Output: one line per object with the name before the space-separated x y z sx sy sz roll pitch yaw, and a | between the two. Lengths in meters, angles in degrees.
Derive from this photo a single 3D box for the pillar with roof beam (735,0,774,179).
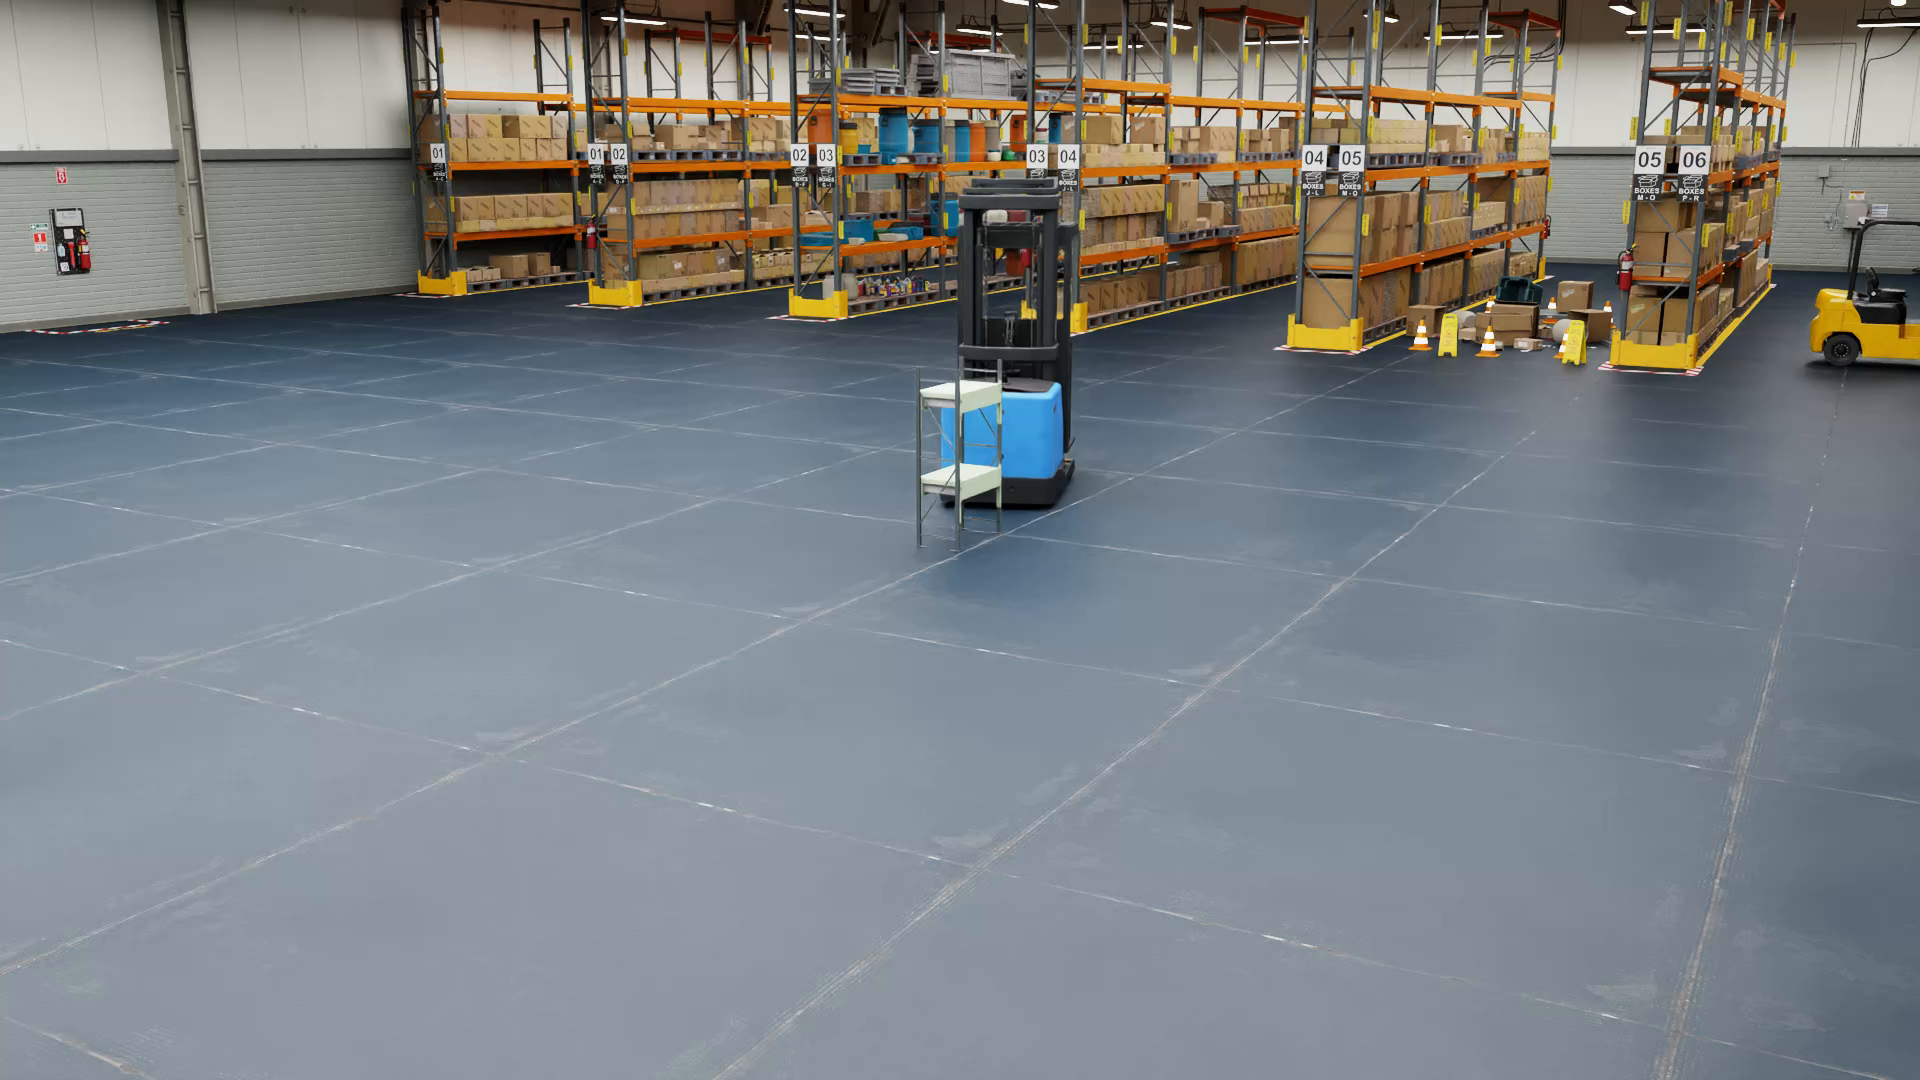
pillar with roof beam | -2.228 -11.986 44.549 9.100 9.000 0.548 7 15 28

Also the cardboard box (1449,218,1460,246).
cardboard box | 9.323 -5.949 32.098 0.500 0.500 0.500 7 15 27

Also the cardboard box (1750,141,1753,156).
cardboard box | 13.340 -6.742 28.621 0.500 0.250 0.500 7 15 27

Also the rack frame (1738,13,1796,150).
rack frame | 18.040 -10.246 37.333 1.000 3.000 0.127 7 15 28

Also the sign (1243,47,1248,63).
sign | 5.977 -10.161 34.817 0.100 0.325 0.005 7 15 28

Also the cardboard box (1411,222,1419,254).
cardboard box | 7.689 -5.404 29.727 0.875 0.550 0.550 7 15 28

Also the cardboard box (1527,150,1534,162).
cardboard box | 12.682 -8.708 37.673 0.500 0.250 0.500 8 16 30

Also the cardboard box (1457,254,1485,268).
cardboard box | 10.581 -5.800 34.529 0.500 0.250 0.500 7 15 27

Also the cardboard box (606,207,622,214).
cardboard box | -7.022 -6.757 34.063 0.380 0.149 0.250 7 15 27

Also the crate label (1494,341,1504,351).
crate label | 8.573 -3.114 26.658 0.250 0.136 0.298 0 14 -1

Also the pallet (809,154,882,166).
pallet | -2.220 -7.256 31.734 1.003 0.211 1.213 7 15 28

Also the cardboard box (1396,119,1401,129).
cardboard box | 7.102 -6.909 27.618 0.380 0.149 0.250 8 16 29

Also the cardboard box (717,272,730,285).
cardboard box | -5.390 -5.760 36.495 0.500 0.250 0.500 7 15 28

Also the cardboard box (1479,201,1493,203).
cardboard box | 11.710 -7.374 37.370 0.500 0.500 0.500 7 15 28

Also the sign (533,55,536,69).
sign | -9.933 -11.183 38.890 0.100 0.325 0.005 7 15 28

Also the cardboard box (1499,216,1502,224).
cardboard box | 11.580 -6.974 36.200 0.380 0.149 0.250 7 15 28

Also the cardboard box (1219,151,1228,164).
cardboard box | 5.254 -7.968 34.603 0.500 0.250 0.500 7 15 28

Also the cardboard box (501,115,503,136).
cardboard box | -10.637 -9.288 37.371 0.500 0.500 0.500 7 15 28

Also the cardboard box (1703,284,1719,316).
cardboard box | 12.187 -3.948 27.380 0.500 0.500 0.500 7 15 27

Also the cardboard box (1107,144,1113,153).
cardboard box | 2.505 -6.984 29.674 0.380 0.149 0.250 7 15 28

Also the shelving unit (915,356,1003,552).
shelving unit | -0.003 -0.728 13.852 0.431 1.500 0.755 7 15 28

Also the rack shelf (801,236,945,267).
rack shelf | -1.739 -5.792 33.192 1.077 0.370 4.000 7 15 28

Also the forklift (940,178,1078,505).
forklift | 0.558 -2.041 16.248 1.130 2.935 3.031 2 14 9

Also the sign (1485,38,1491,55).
sign | 10.278 -9.614 32.380 0.100 0.325 0.005 7 15 28

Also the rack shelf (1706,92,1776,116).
rack shelf | 15.139 -8.471 32.358 1.077 0.370 4.000 7 15 28

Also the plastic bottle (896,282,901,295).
plastic bottle | -1.245 -5.088 33.619 0.097 0.271 0.097 0 14 0

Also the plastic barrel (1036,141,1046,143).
plastic barrel | 1.875 -9.151 38.624 0.294 0.245 0.294 0 14 0

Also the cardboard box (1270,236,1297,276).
cardboard box | 7.139 -6.669 38.935 1.225 0.875 0.875 7 15 28

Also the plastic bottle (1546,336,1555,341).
plastic bottle | 9.973 -3.387 27.952 0.133 0.061 0.283 11 17 38

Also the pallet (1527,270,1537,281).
pallet | 13.197 -6.336 39.864 1.003 0.211 1.213 7 15 28

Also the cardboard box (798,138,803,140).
cardboard box | -4.754 -11.168 46.769 0.500 0.250 0.500 7 15 27

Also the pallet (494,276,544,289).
pallet | -10.327 -5.925 38.162 1.003 0.211 1.213 7 15 28

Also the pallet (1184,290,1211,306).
pallet | 4.527 -5.046 34.514 1.003 0.211 1.213 7 15 28

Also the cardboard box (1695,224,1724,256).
cardboard box | 11.999 -4.835 26.841 0.500 0.500 0.500 8 16 30

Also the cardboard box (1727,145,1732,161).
cardboard box | 12.017 -6.173 26.523 0.500 0.250 0.500 7 15 27

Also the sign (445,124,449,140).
sign | -10.903 -8.675 35.352 0.100 0.325 0.005 7 15 28

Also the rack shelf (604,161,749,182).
rack shelf | -6.073 -7.812 35.171 1.077 0.370 4.000 7 15 28

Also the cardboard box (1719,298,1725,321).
cardboard box | 12.834 -4.050 29.144 0.950 0.372 0.625 9 16 32

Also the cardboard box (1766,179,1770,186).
cardboard box | 17.238 -7.705 35.861 0.380 0.149 0.250 7 15 28

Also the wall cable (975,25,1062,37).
wall cable | 1.771 -14.812 52.120 3.097 2.526 0.112 7 15 28

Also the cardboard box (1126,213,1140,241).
cardboard box | 2.866 -5.886 31.199 0.875 0.500 0.500 7 15 28

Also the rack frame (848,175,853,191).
rack frame | -3.644 -10.136 49.677 1.000 3.000 0.127 7 15 28

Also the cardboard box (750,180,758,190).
cardboard box | -5.835 -9.654 45.188 0.500 0.250 0.500 8 16 29

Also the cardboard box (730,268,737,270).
cardboard box | -5.160 -6.099 37.902 0.500 0.250 0.500 7 15 27

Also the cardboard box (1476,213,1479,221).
cardboard box | 10.455 -6.643 34.191 0.380 0.149 0.250 7 15 26

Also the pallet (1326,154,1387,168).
pallet | 6.272 -6.156 26.956 1.003 0.211 1.213 7 15 28

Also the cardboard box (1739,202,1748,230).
cardboard box | 14.196 -5.961 30.615 0.500 0.500 0.500 7 15 26

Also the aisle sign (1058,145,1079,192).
aisle sign | 1.862 -6.387 28.579 0.394 0.787 0.004 7 15 28

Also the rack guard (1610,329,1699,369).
rack guard | 10.342 -2.847 24.778 1.175 0.500 0.348 7 15 28

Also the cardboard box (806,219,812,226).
cardboard box | -3.740 -7.544 39.462 0.380 0.149 0.250 9 16 32

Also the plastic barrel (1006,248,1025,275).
plastic barrel | 1.383 -6.624 38.843 0.600 0.830 0.708 7 15 28

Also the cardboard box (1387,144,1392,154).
cardboard box | 6.857 -6.417 27.278 0.380 0.149 0.250 7 15 28
